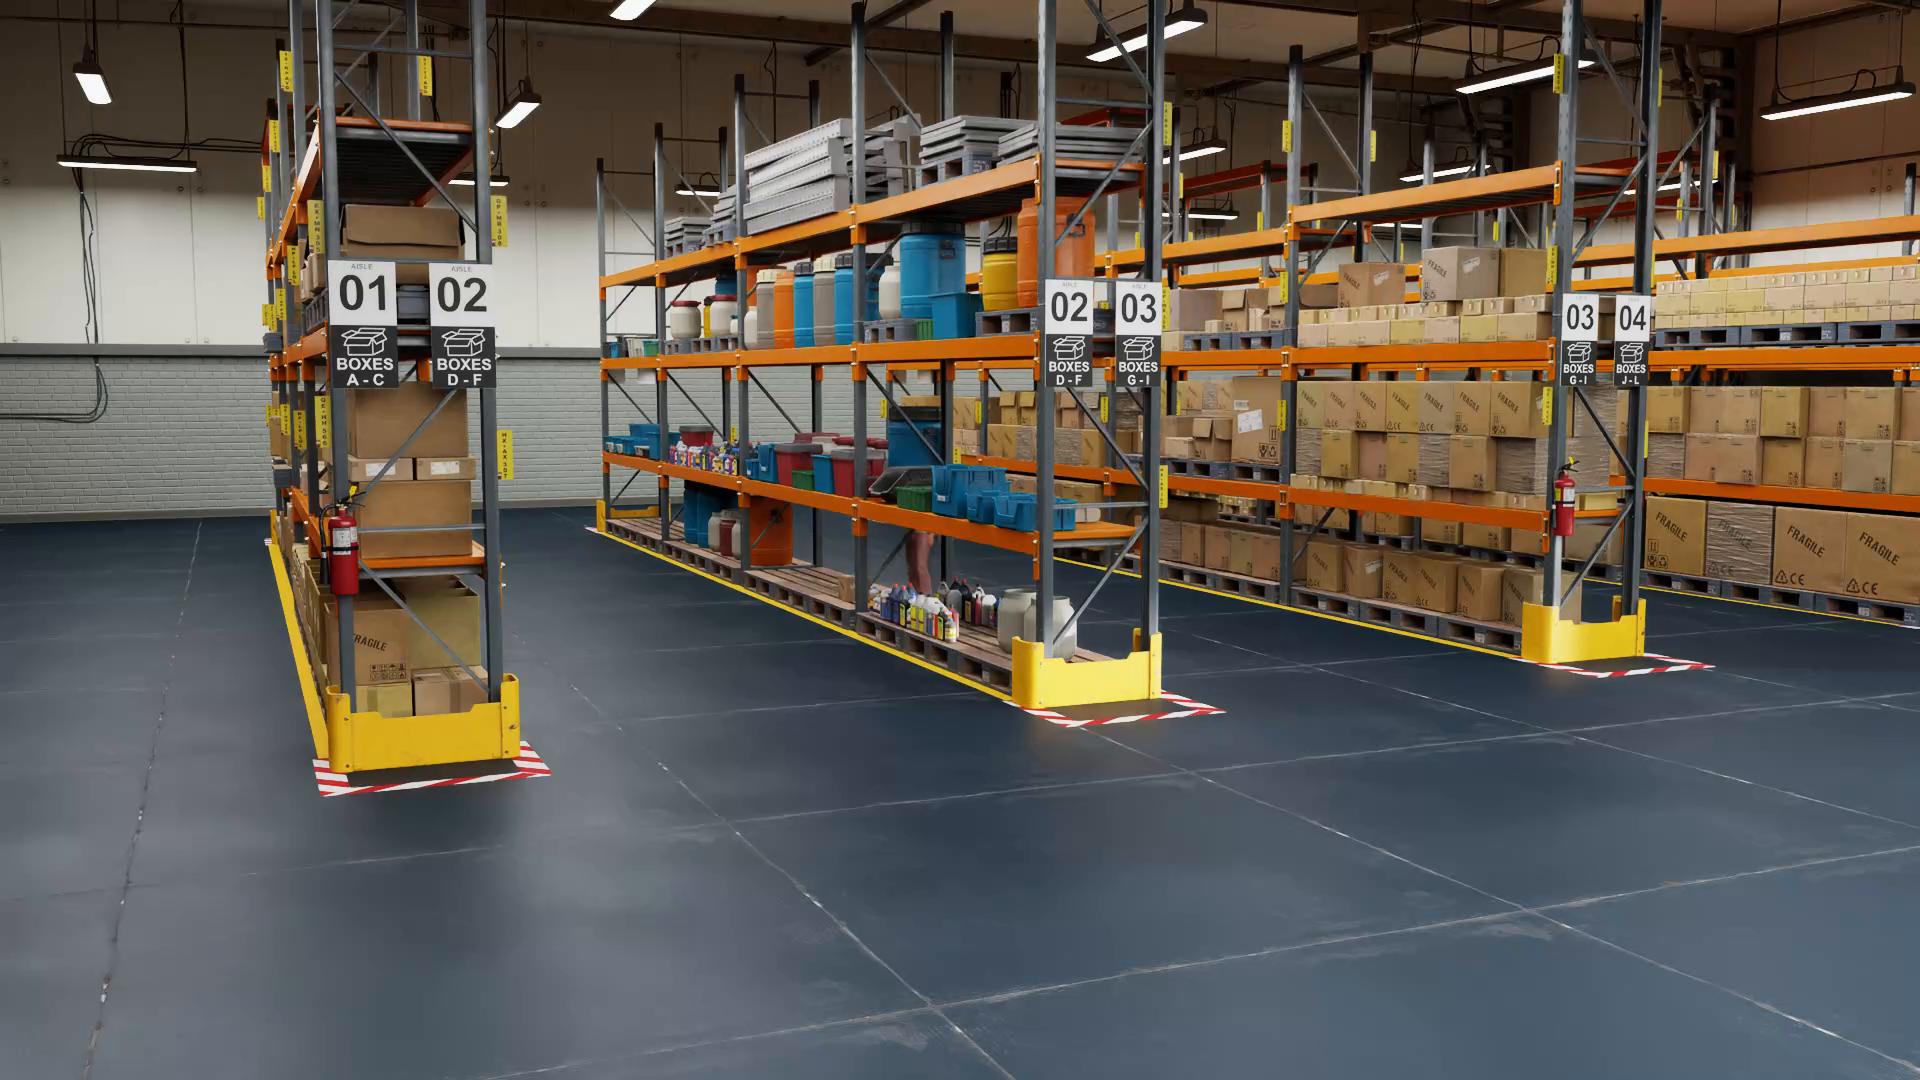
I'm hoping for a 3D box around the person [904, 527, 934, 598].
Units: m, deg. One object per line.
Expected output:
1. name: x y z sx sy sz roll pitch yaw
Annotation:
1. person: -0.440 -0.053 17.552 0.356 1.679 0.440 -4 7 -38
